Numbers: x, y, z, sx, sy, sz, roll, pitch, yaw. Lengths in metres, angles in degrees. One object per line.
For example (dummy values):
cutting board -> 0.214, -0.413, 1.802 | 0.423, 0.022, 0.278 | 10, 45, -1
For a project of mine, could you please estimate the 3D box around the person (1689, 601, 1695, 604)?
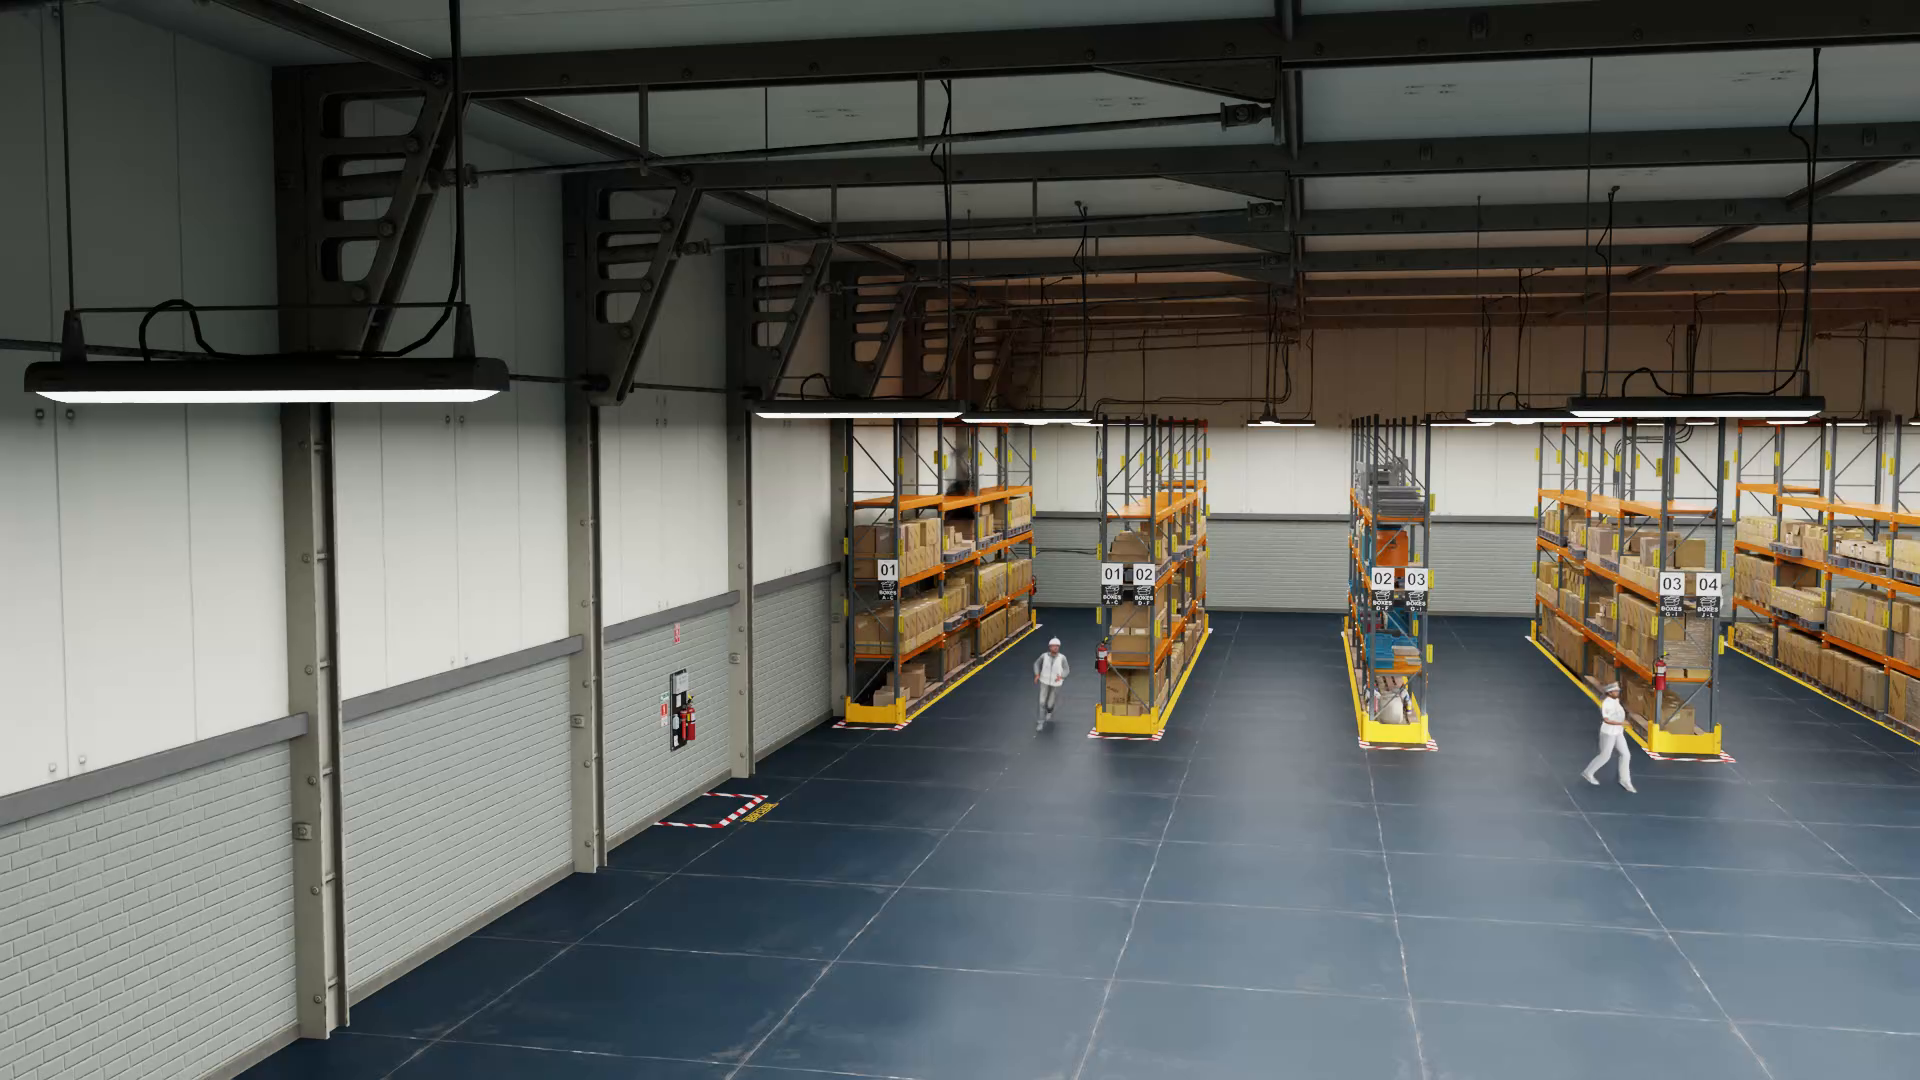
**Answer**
person -> 19.116, 2.003, 44.048 | 0.769, 1.618, 0.661 | -4, 5, -44

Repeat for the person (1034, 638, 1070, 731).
person -> 1.751, 2.753, 31.875 | 0.697, 1.743, 0.793 | 1, 4, 7

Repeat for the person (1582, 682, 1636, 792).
person -> 10.352, 3.117, 26.483 | 0.582, 1.747, 0.832 | -4, 5, -45
